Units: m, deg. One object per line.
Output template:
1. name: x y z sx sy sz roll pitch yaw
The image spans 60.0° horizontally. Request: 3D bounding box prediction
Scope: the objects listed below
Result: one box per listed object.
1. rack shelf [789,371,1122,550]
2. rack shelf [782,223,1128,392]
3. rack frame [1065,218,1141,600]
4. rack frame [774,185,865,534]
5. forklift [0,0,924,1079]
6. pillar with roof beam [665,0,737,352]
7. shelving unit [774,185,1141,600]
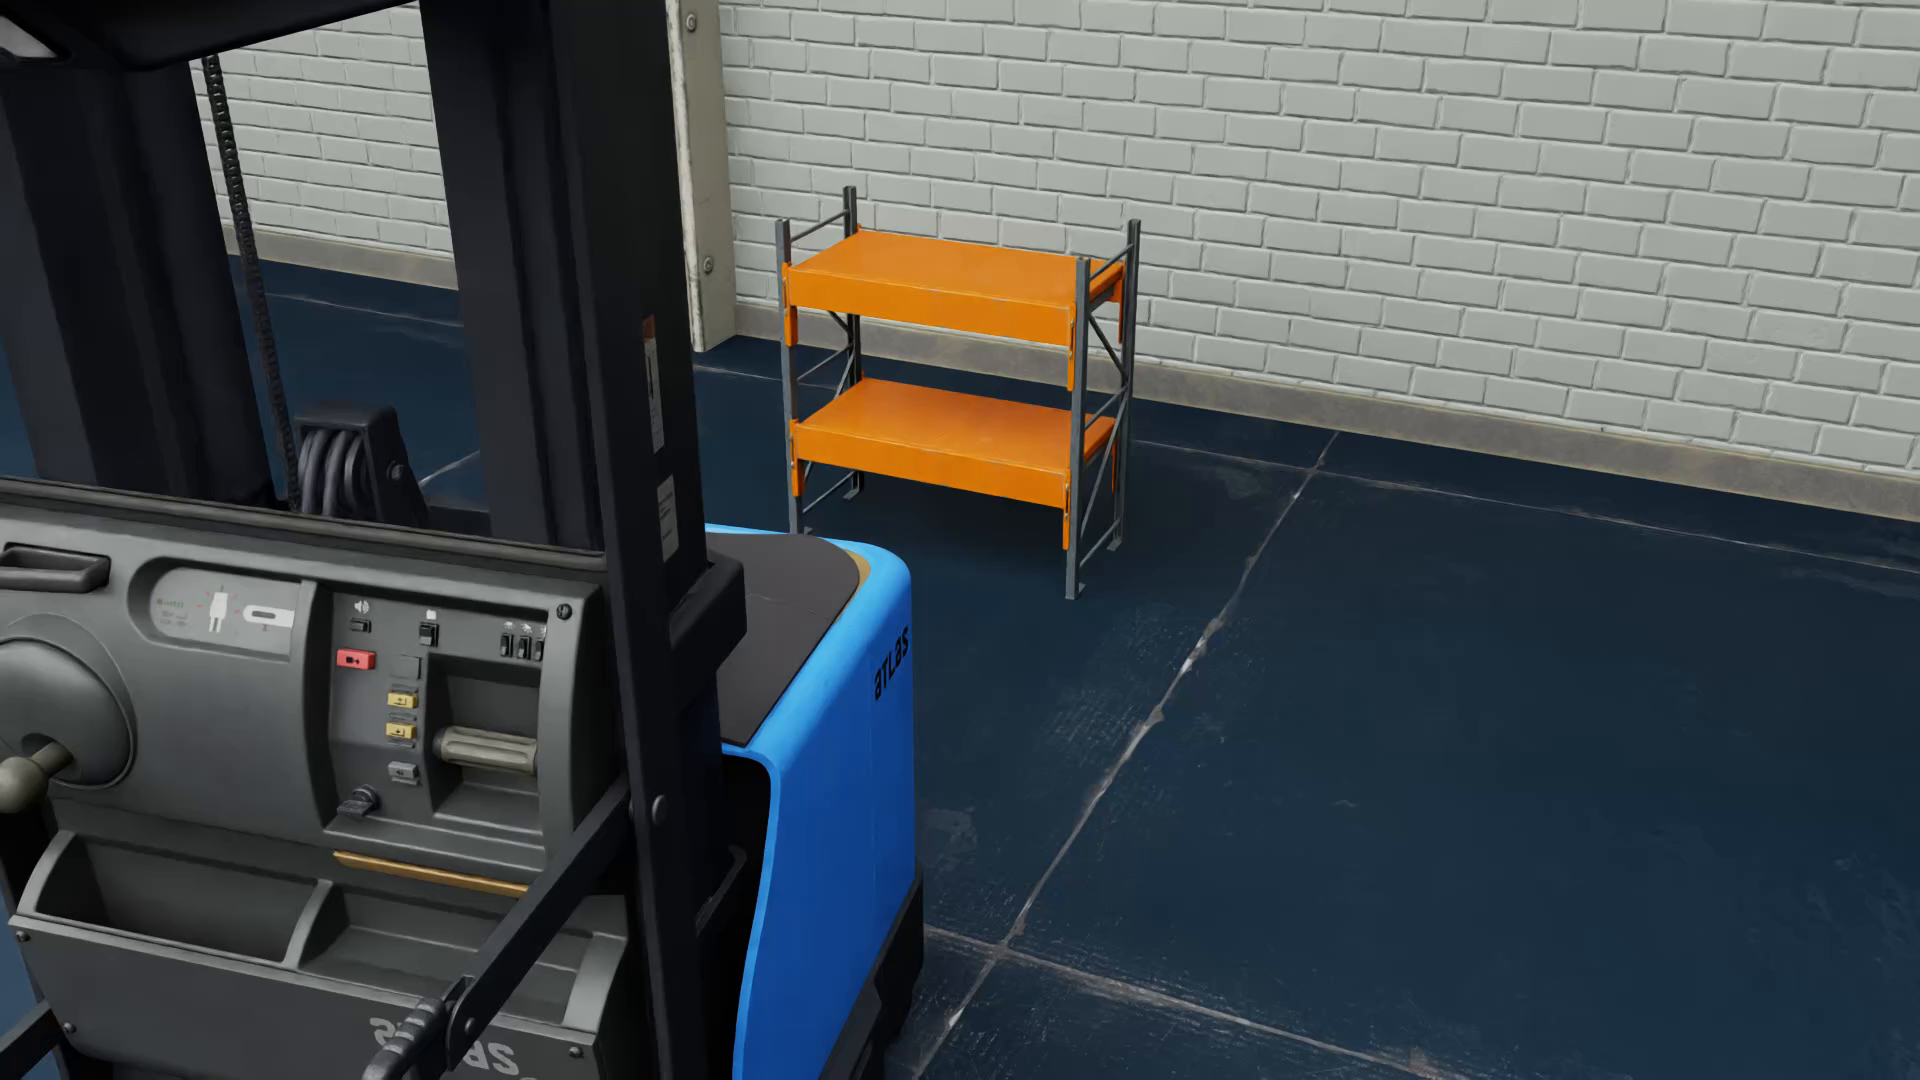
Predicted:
1. rack shelf: -0.006 -0.287 5.612 1.000 0.278 0.538 11 28 22
2. rack shelf: -0.006 -0.768 5.375 1.000 0.278 0.538 11 28 22
3. rack frame: 0.457 -0.413 5.315 0.032 1.125 0.500 11 28 22
4. rack frame: -0.469 -0.599 5.693 0.032 1.125 0.500 11 28 22
5. forklift: -0.965 0.231 1.963 1.130 2.935 3.031 7 27 14
6. pillar with roof beam: -3.048 -3.245 2.153 0.400 9.000 9.100 11 28 22
7. shelving unit: -0.006 -0.506 5.504 1.048 1.125 0.538 11 28 22
